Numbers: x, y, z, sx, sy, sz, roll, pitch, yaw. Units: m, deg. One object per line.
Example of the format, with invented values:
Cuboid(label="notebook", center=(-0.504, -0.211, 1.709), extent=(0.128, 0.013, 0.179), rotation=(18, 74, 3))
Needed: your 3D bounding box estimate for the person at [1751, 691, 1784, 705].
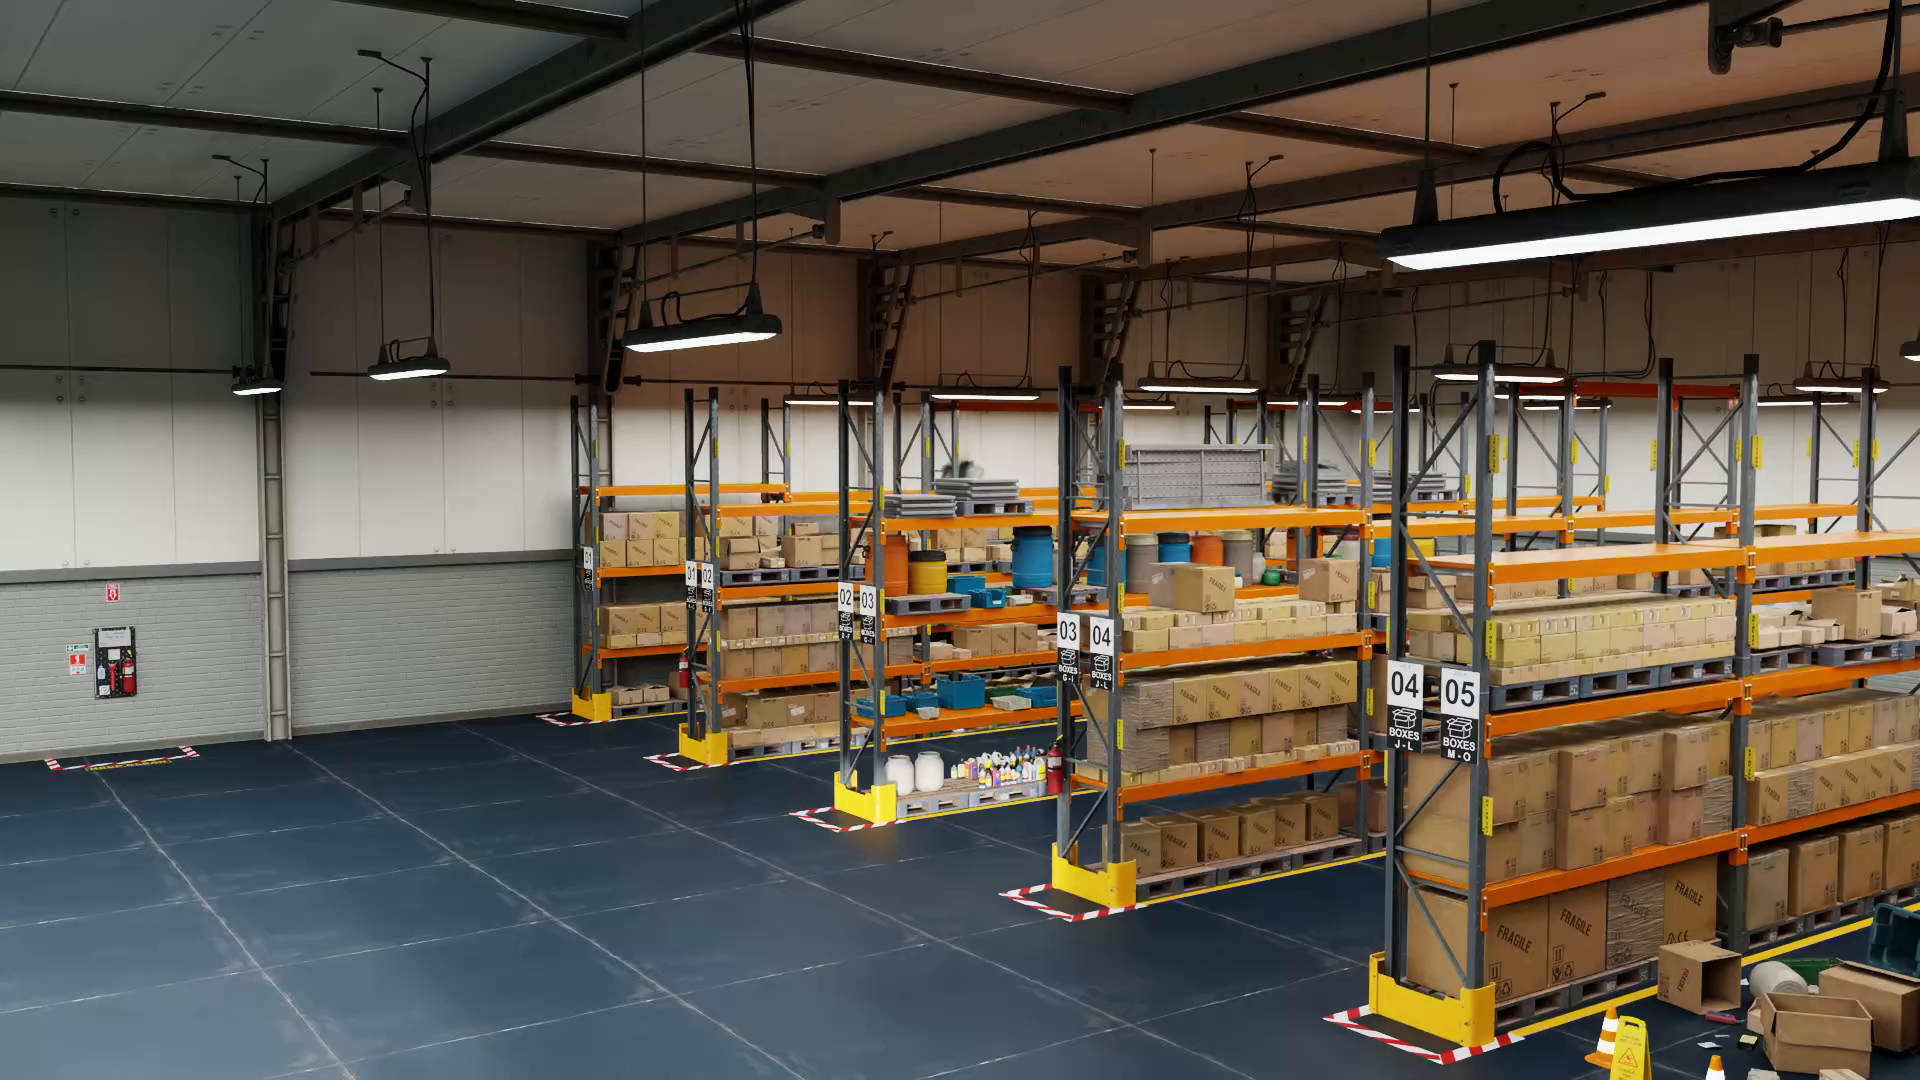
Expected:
Cuboid(label="person", center=(11.322, 2.839, 23.235), extent=(0.992, 1.775, 0.707), rotation=(-3, 5, -44))
